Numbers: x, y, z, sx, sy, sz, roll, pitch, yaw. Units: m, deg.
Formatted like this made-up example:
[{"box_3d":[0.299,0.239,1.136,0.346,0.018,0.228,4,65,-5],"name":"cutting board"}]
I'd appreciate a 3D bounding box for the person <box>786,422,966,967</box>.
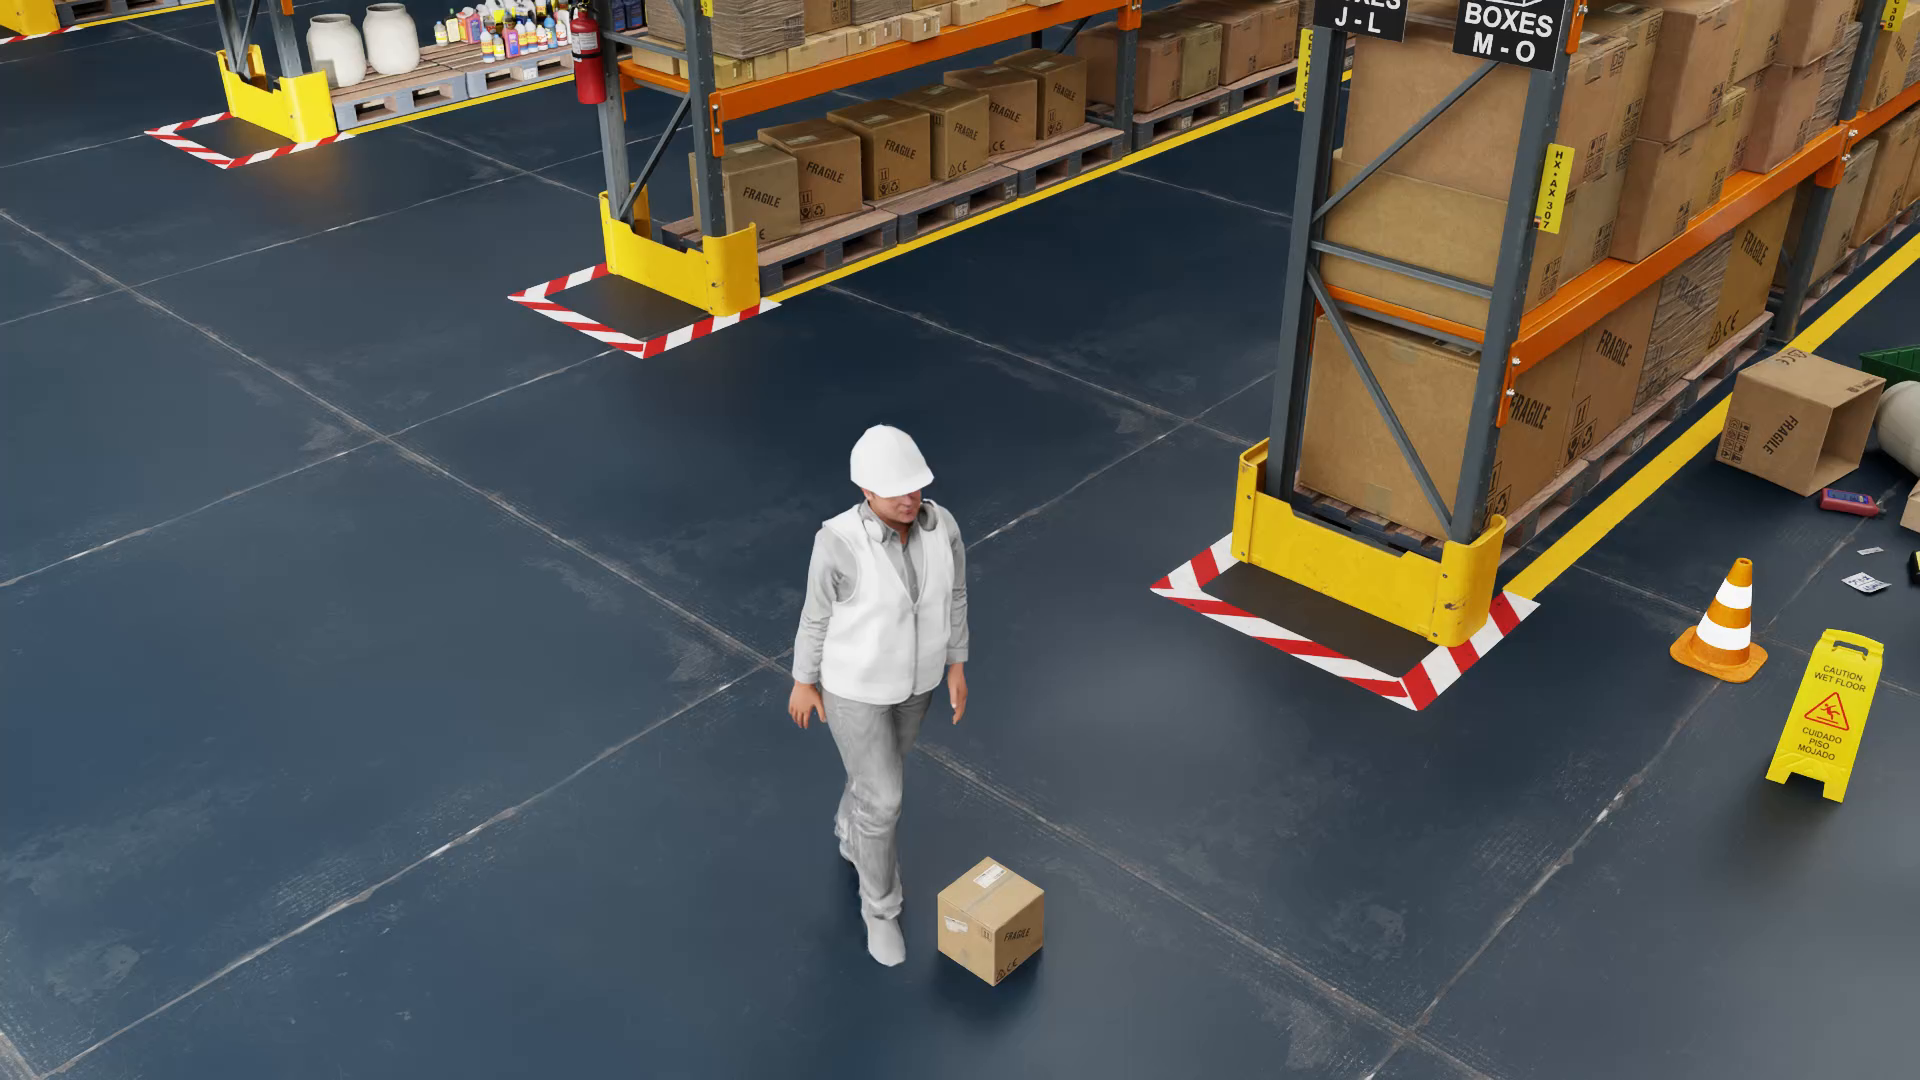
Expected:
[{"box_3d":[-0.221,0.464,5.365,0.581,1.822,0.621,-23,38,-33],"name":"person"}]
